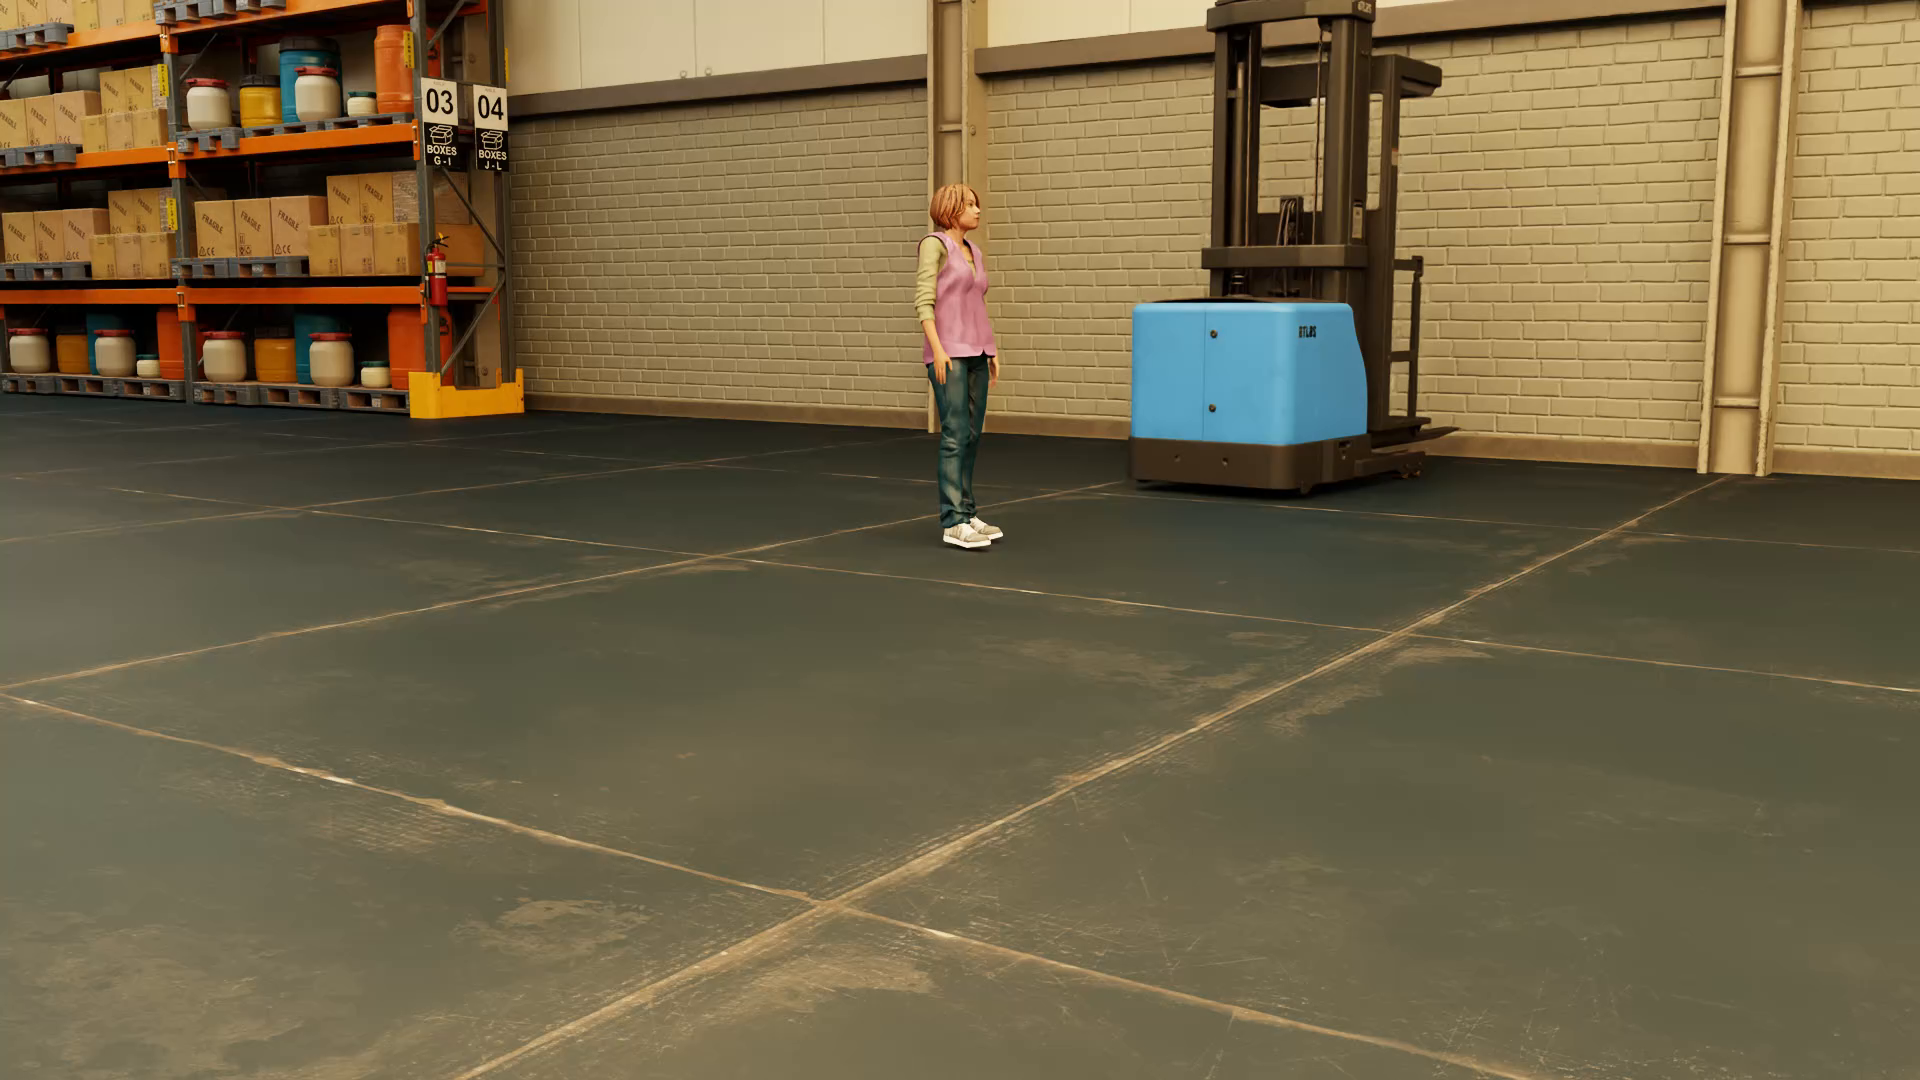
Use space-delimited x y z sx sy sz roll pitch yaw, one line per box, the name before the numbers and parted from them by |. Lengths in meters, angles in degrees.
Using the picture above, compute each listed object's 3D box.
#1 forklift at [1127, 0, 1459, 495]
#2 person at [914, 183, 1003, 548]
forklift | 2.258 -1.861 10.283 1.130 2.935 3.031 6 10 37
person | 0.054 -0.790 7.438 0.473 1.599 0.521 5 10 34
